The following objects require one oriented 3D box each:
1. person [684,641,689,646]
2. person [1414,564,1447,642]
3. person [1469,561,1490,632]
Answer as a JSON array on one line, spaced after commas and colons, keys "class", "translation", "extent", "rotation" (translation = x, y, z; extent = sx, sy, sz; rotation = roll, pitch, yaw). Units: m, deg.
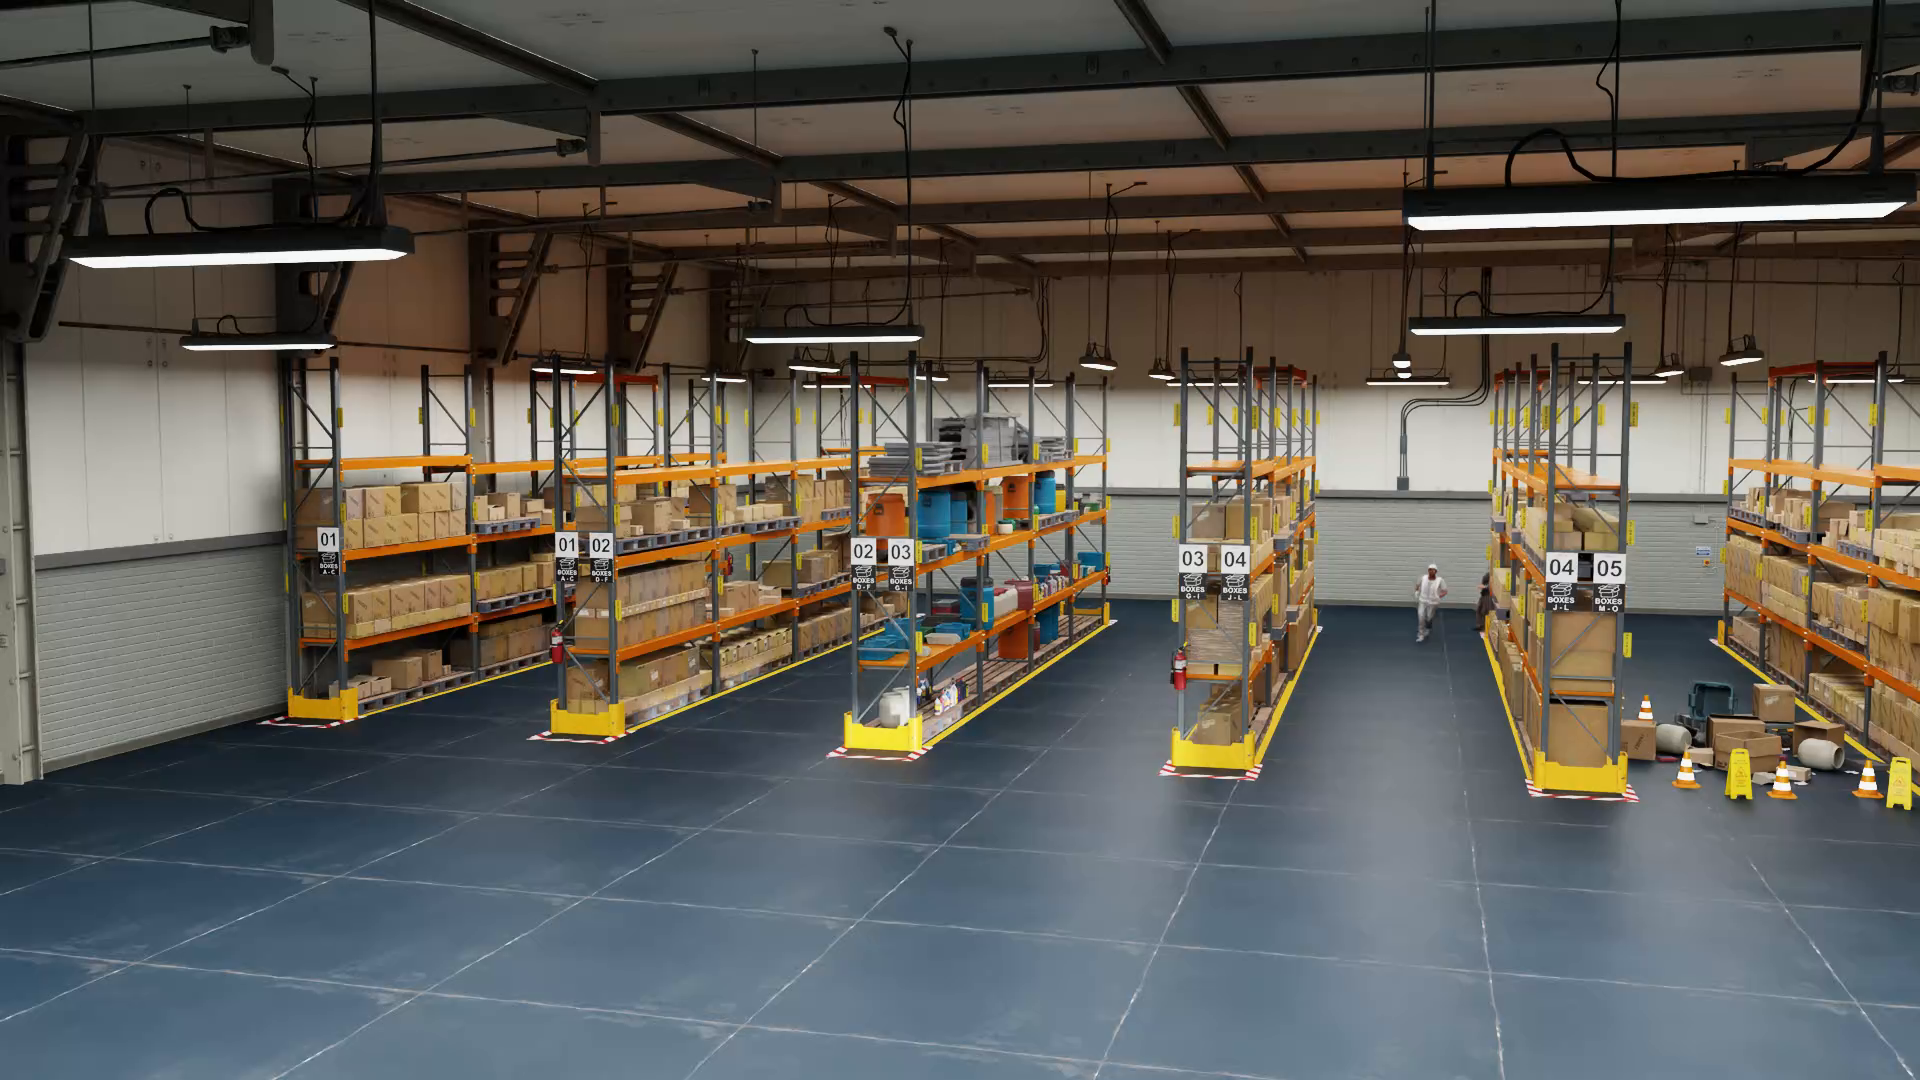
[{"class": "person", "translation": [-5.612, 1.692, 33.912], "extent": [0.592, 1.655, 0.886], "rotation": [1, 4, 7]}, {"class": "person", "translation": [10.566, 1.404, 37.365], "extent": [0.730, 1.729, 0.759], "rotation": [2, 5, 28]}, {"class": "person", "translation": [12.333, 1.319, 38.846], "extent": [0.772, 1.696, 0.716], "rotation": [0, 4, 1]}]
